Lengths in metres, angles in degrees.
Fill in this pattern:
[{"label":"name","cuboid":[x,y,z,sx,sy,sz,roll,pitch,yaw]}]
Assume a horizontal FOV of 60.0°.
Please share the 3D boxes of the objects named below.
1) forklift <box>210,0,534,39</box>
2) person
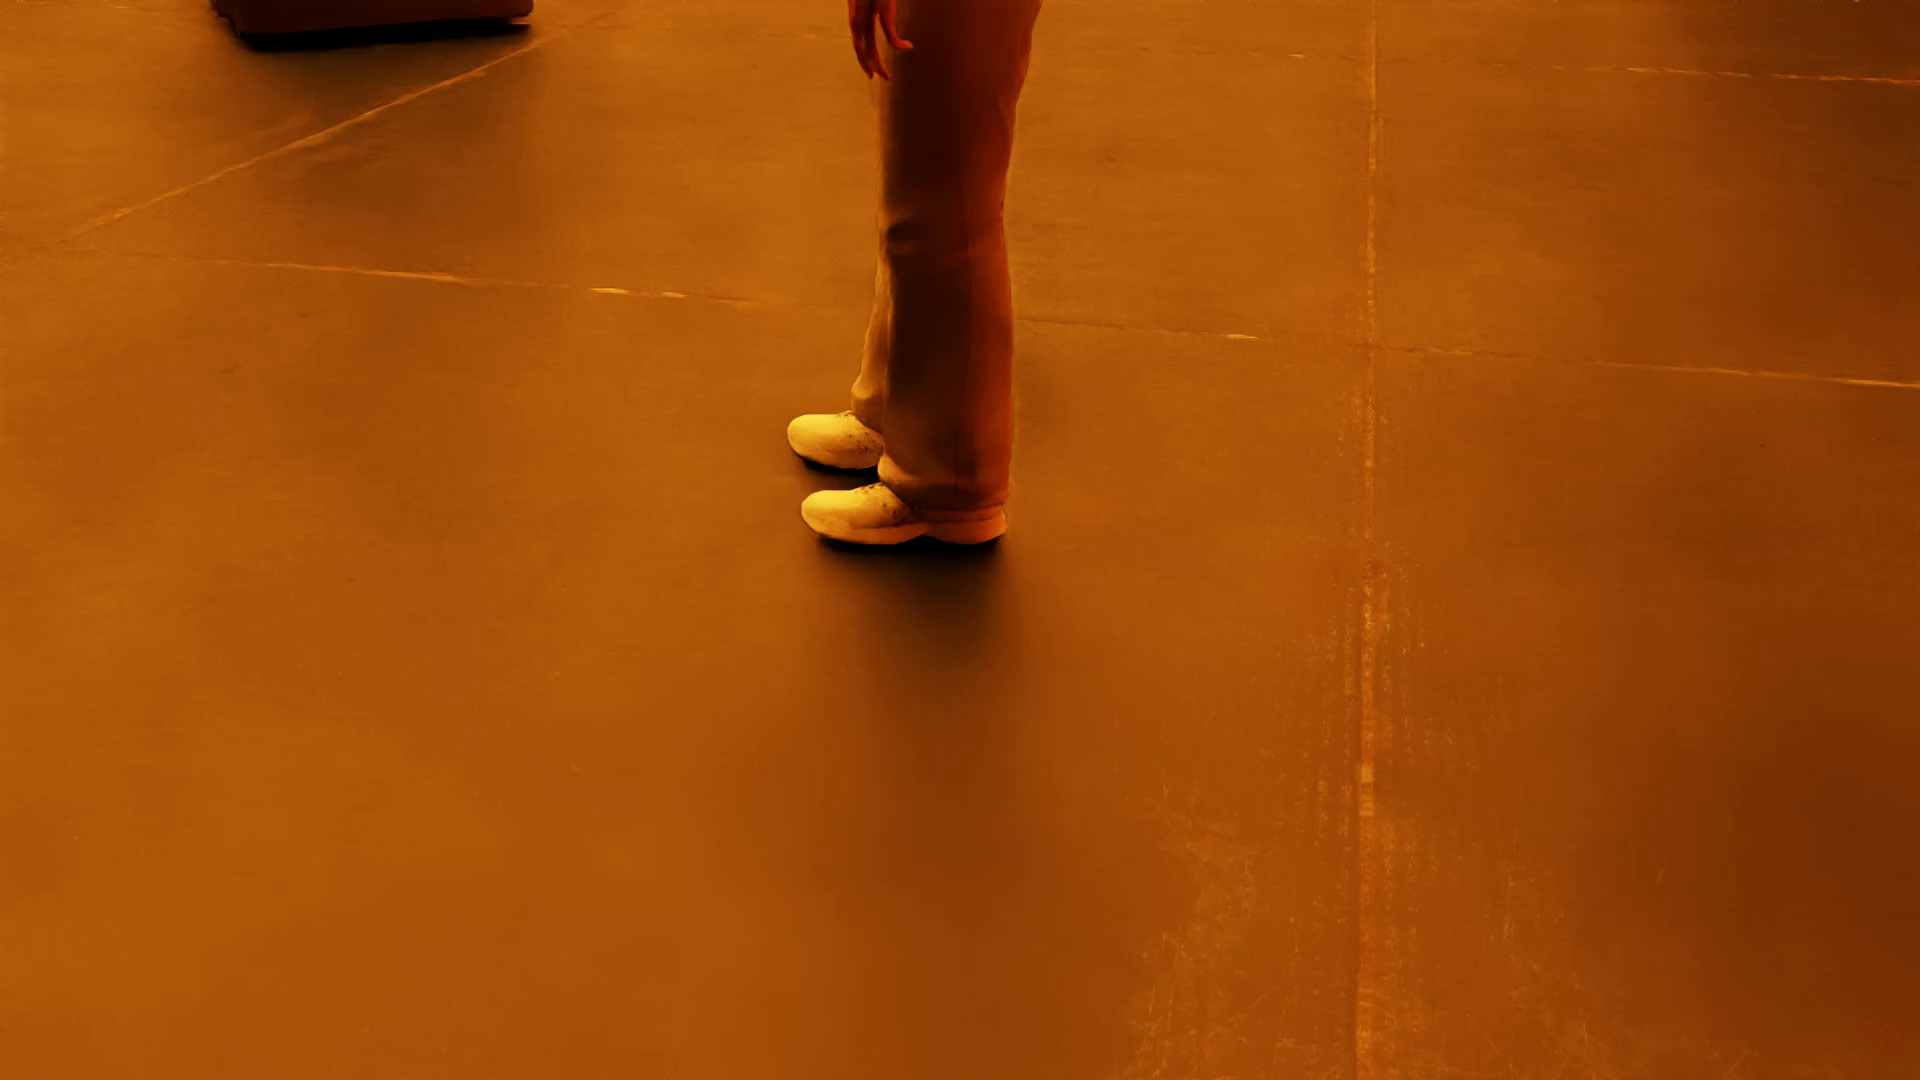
[{"label":"forklift","cuboid":[-2.748,-3.738,6.656,1.130,2.935,3.031,-13,30,-24]},{"label":"person","cuboid":[-0.027,-0.680,2.173,0.395,1.361,0.519,6,27,11]}]
